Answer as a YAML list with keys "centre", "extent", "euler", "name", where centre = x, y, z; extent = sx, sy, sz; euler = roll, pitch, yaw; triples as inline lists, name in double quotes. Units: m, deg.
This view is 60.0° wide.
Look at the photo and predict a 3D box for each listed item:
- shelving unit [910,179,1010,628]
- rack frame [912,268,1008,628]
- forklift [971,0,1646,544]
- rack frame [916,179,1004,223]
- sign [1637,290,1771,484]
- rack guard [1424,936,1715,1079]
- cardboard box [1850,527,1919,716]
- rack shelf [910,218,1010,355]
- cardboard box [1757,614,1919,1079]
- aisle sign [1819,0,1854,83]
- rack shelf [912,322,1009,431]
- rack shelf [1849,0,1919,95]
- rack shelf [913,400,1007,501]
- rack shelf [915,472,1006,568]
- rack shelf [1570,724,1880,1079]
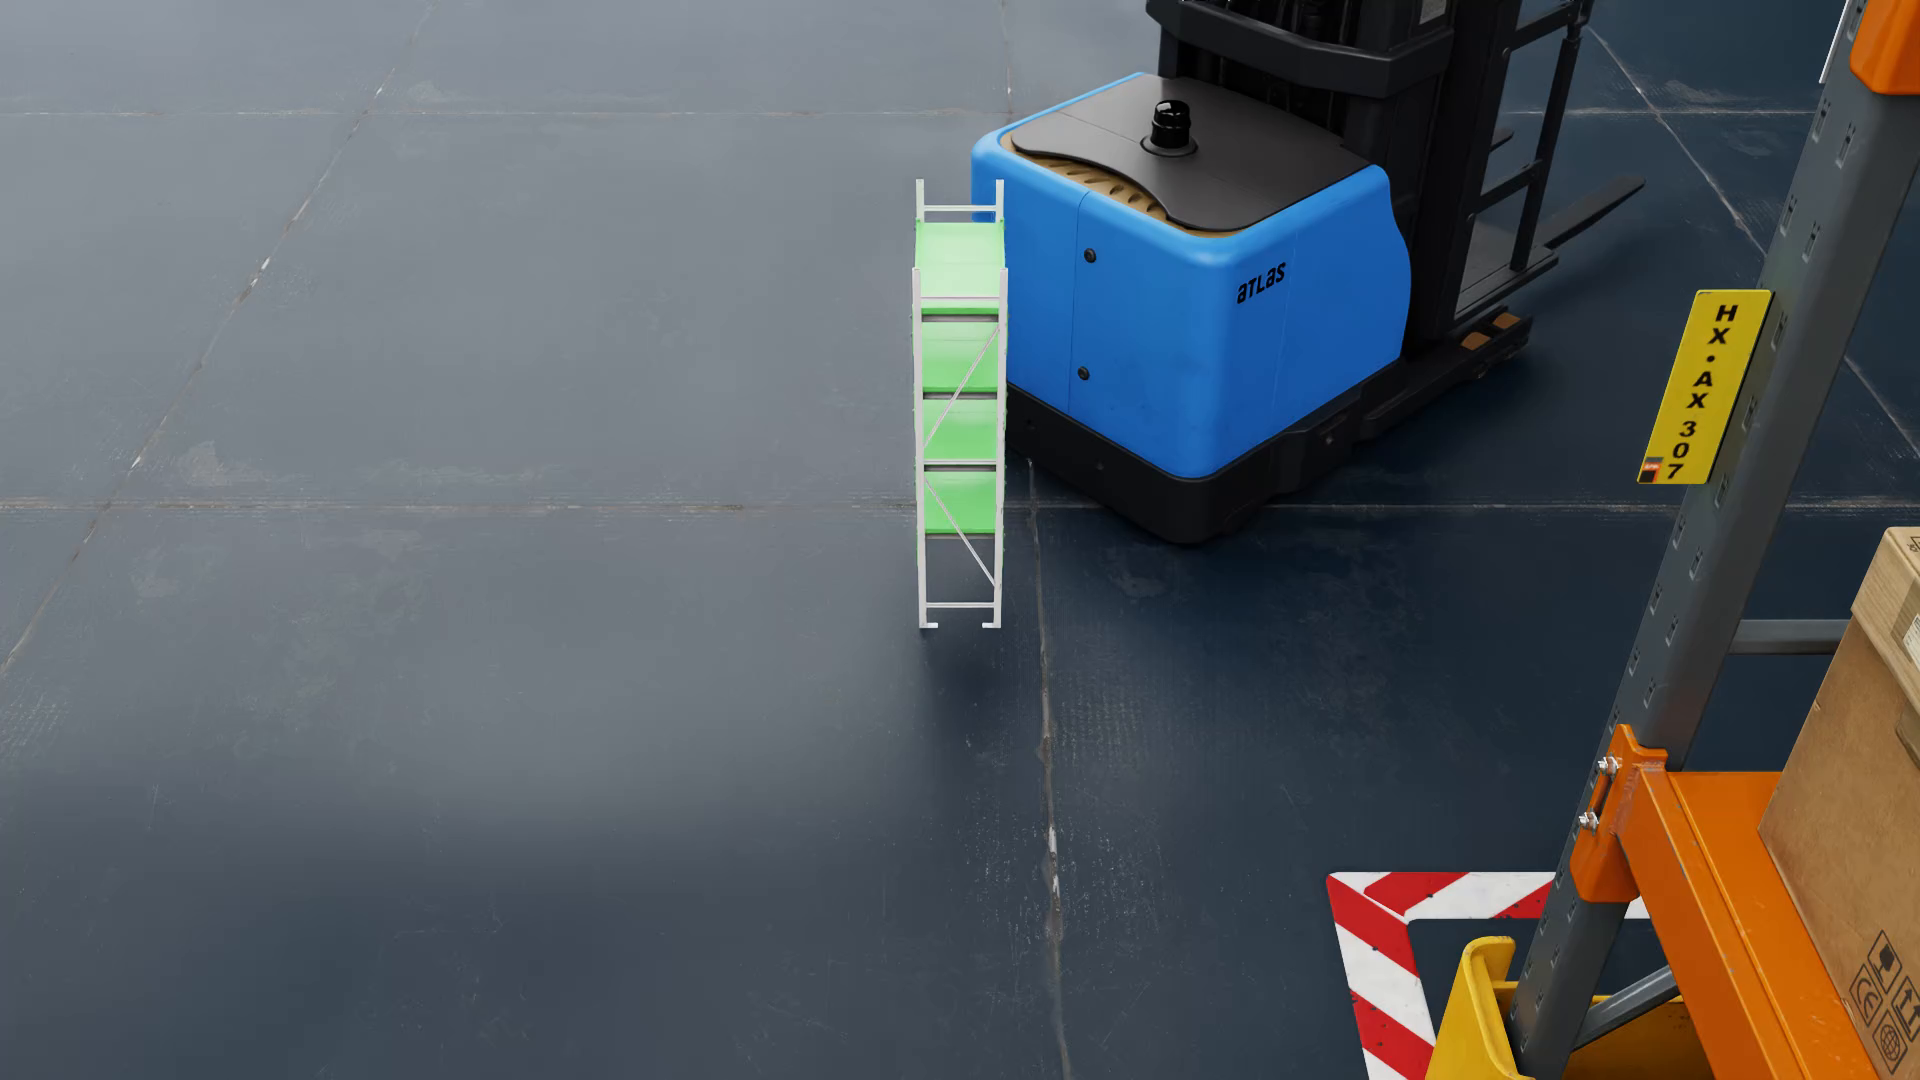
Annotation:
- centre: [0.000, -0.365, 4.746]
  extent: [0.258, 1.200, 0.503]
  euler: [0, 39, 0]
  name: "shelving unit"
- centre: [0.000, -0.212, 4.555]
  extent: [0.240, 1.200, 0.015]
  euler: [0, 39, 0]
  name: "rack frame"
- centre: [1.438, -1.934, 5.319]
  extent: [3.031, 2.935, 1.130]
  euler: [-30, 48, -32]
  name: "forklift"
- centre: [0.000, -0.517, 4.936]
  extent: [0.240, 1.200, 0.015]
  euler: [0, 39, 0]
  name: "rack frame"
- centre: [1.052, -0.212, 2.360]
  extent: [0.100, 0.325, 0.005]
  euler: [0, 39, 0]
  name: "sign"
- centre: [1.607, 1.121, 3.451]
  extent: [1.175, 0.500, 0.348]
  euler: [0, 39, 0]
  name: "rack guard"
- centre: [1.392, 0.114, 2.111]
  extent: [0.380, 0.149, 0.250]
  euler: [0, 39, 0]
  name: "cardboard box"
- centre: [0.000, -0.689, 4.485]
  extent: [0.258, 0.148, 0.480]
  euler: [0, 39, 0]
  name: "rack shelf"
- centre: [1.595, 0.413, 2.255]
  extent: [0.700, 0.500, 0.500]
  euler: [0, 39, 0]
  name: "cardboard box"
- centre: [1.301, -0.895, 1.889]
  extent: [0.394, 0.787, 0.004]
  euler: [0, 39, 0]
  name: "aisle sign"
- centre: [0.000, -0.502, 4.635]
  extent: [0.258, 0.148, 0.480]
  euler: [0, 39, 0]
  name: "rack shelf"
- centre: [1.609, 0.521, 0.377]
  extent: [1.077, 0.370, 4.000]
  euler: [0, 39, 0]
  name: "rack shelf"
- centre: [0.000, -0.315, 4.786]
  extent: [0.258, 0.148, 0.480]
  euler: [0, 39, 0]
  name: "rack shelf"
- centre: [0.000, -0.128, 4.936]
  extent: [0.258, 0.148, 0.480]
  euler: [0, 39, 0]
  name: "rack shelf"
- centre: [1.609, 1.692, 1.315]
  extent: [1.077, 0.370, 4.000]
  euler: [0, 39, 0]
  name: "rack shelf"
